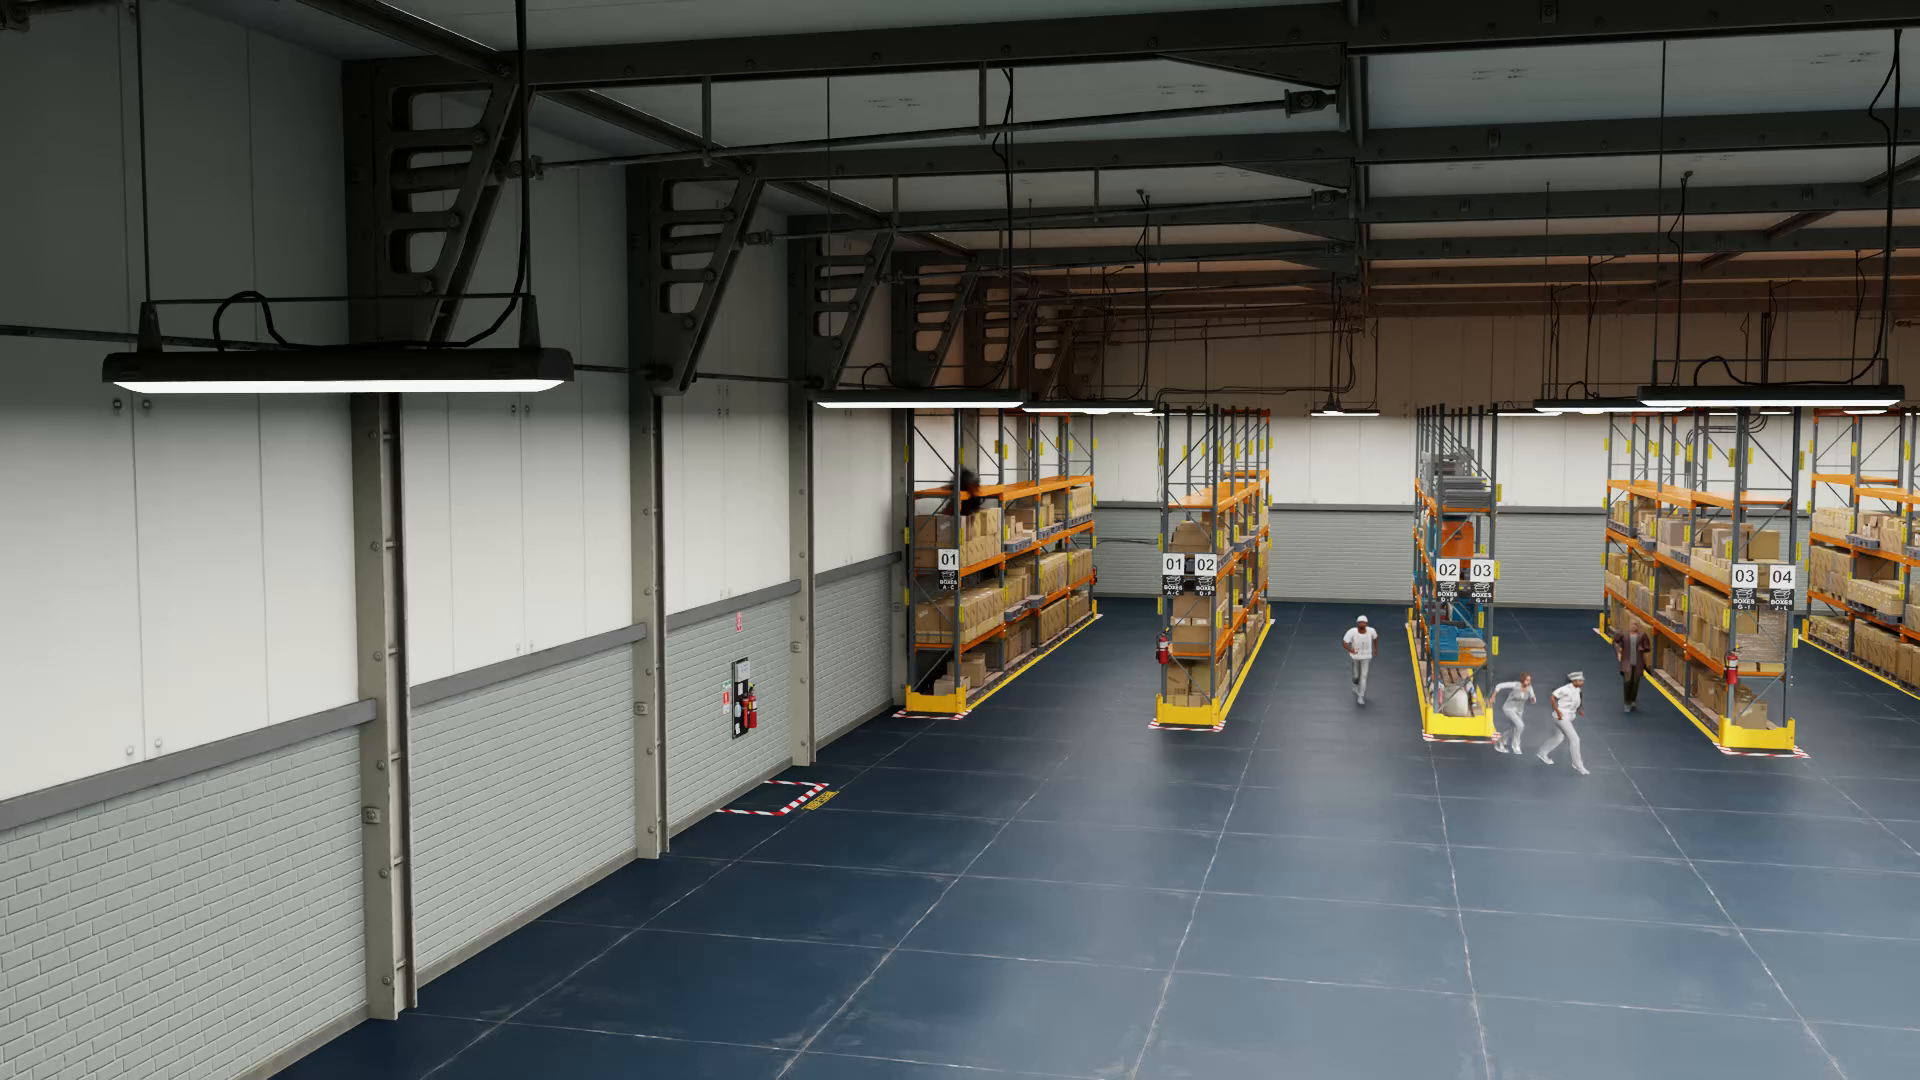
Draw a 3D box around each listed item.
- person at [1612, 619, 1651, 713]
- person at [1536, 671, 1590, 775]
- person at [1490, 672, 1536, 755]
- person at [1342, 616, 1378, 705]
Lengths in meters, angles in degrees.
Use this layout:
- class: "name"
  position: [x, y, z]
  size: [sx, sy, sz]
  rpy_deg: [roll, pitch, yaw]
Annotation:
- class: "person"
  position: [13.177, 2.462, 32.611]
  size: [0.682, 1.841, 0.801]
  rpy_deg: [1, 4, 14]
- class: "person"
  position: [9.808, 2.933, 27.055]
  size: [0.611, 1.667, 0.976]
  rpy_deg: [-4, 6, -42]
- class: "person"
  position: [9.425, 2.949, 28.339]
  size: [0.575, 1.456, 0.845]
  rpy_deg: [-2, 5, -24]
- class: "person"
  position: [8.119, 2.391, 33.727]
  size: [0.725, 1.757, 1.010]
  rpy_deg: [0, 4, 6]
